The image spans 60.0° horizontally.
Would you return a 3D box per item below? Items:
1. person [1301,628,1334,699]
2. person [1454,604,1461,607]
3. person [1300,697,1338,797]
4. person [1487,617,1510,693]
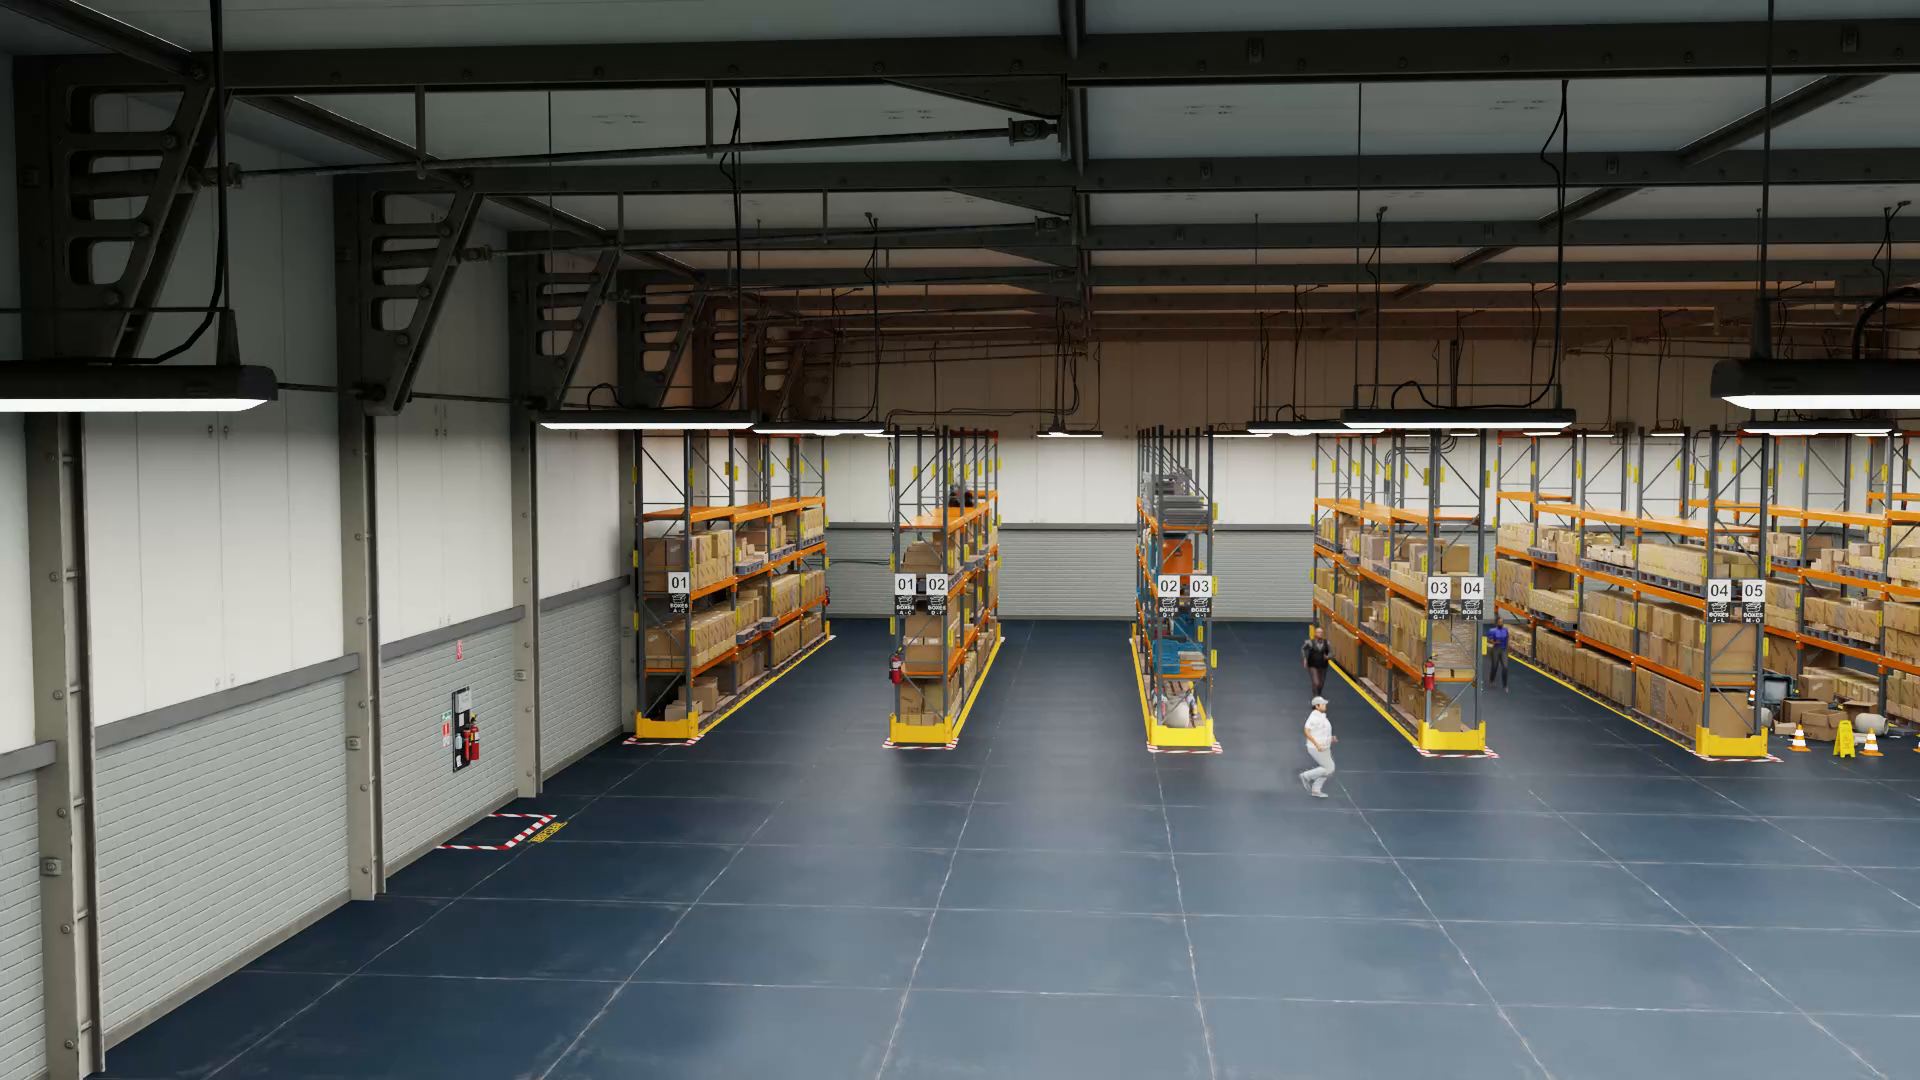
[{"bbox_3d":[7.586,2.724,35.183,0.657,1.733,0.879,0,3,-5],"label":"person"},{"bbox_3d":[13.515,2.310,45.504,0.540,1.374,0.641,1,4,21],"label":"person"},{"bbox_3d":[5.759,3.316,26.634,0.549,1.623,0.608,1,4,24],"label":"person"},{"bbox_3d":[12.300,2.612,37.994,0.574,1.681,0.854,0,3,1],"label":"person"}]
